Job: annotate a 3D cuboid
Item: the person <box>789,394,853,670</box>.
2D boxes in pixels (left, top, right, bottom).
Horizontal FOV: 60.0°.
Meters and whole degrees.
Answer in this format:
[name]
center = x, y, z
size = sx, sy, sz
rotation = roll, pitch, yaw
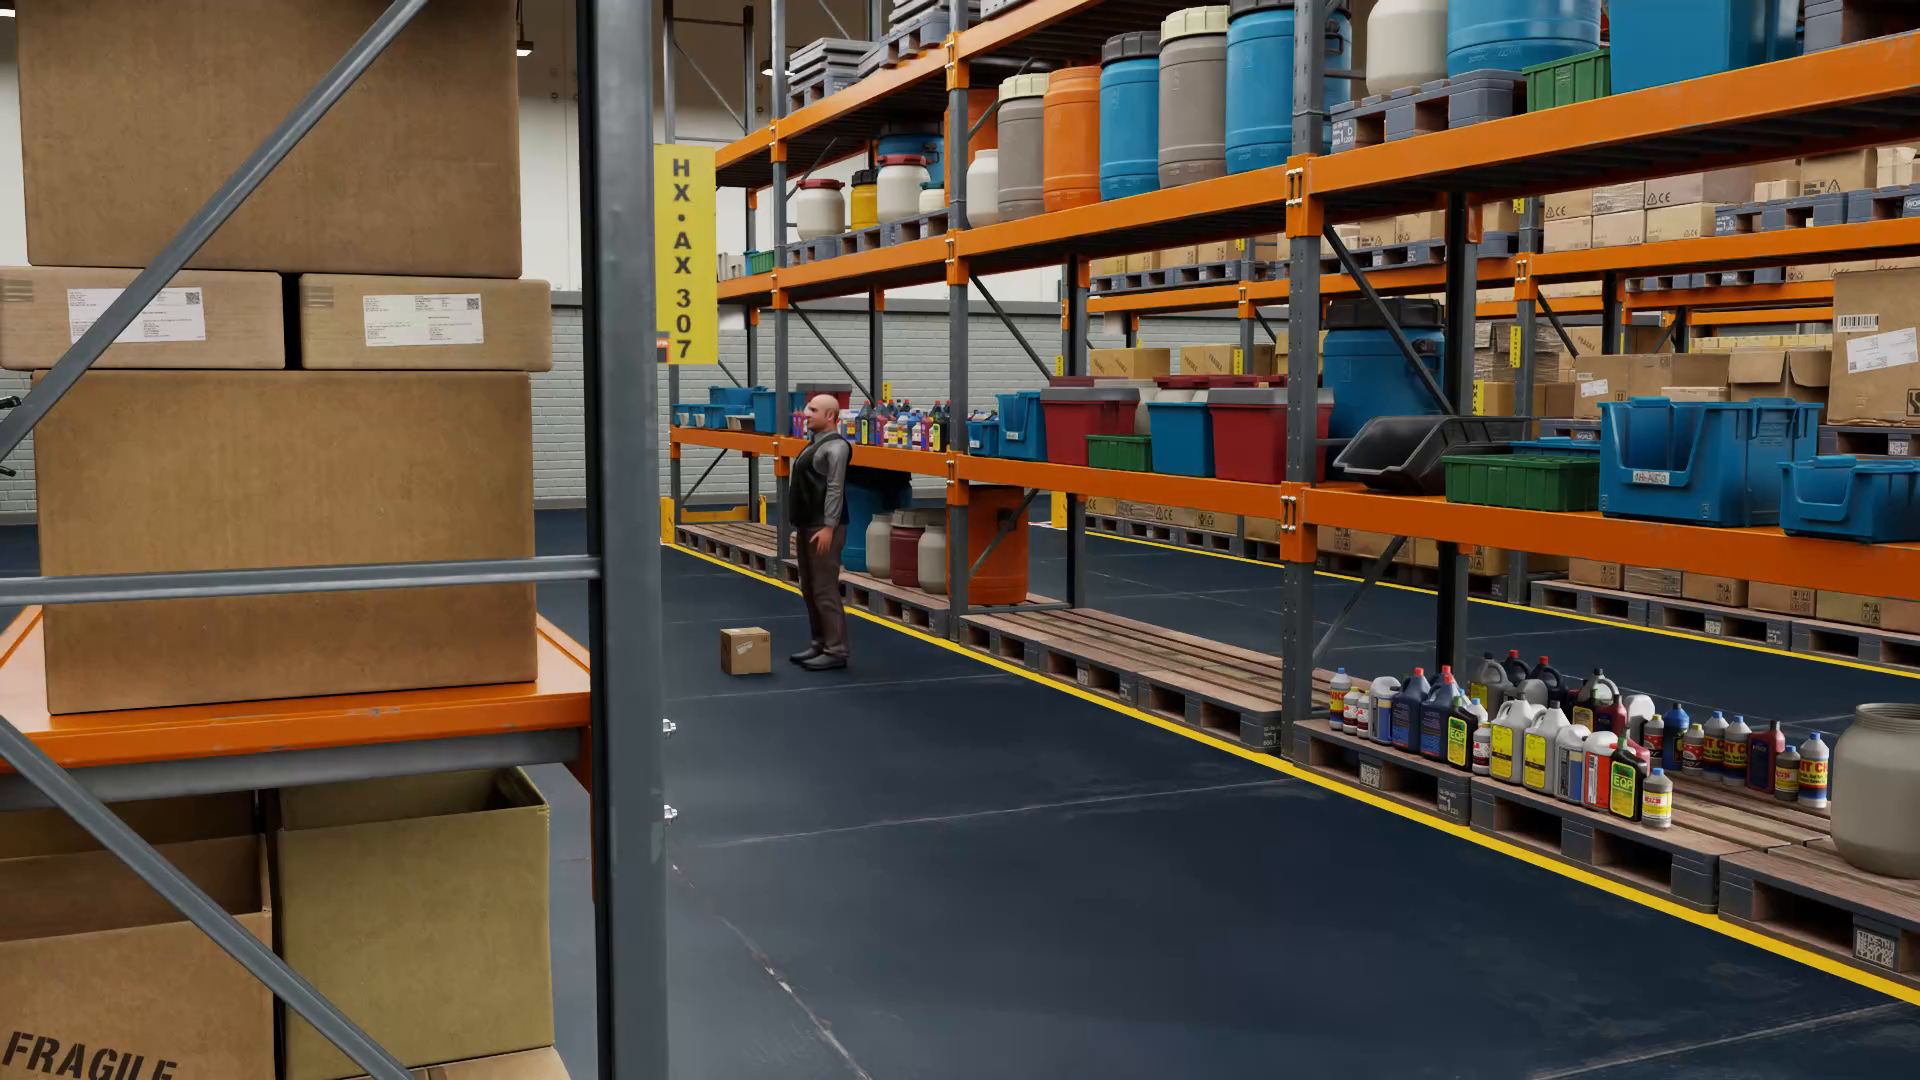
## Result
[person]
center = -0.886, -0.056, 10.490
size = 0.359, 1.718, 0.529
rotation = -2, 6, -23
